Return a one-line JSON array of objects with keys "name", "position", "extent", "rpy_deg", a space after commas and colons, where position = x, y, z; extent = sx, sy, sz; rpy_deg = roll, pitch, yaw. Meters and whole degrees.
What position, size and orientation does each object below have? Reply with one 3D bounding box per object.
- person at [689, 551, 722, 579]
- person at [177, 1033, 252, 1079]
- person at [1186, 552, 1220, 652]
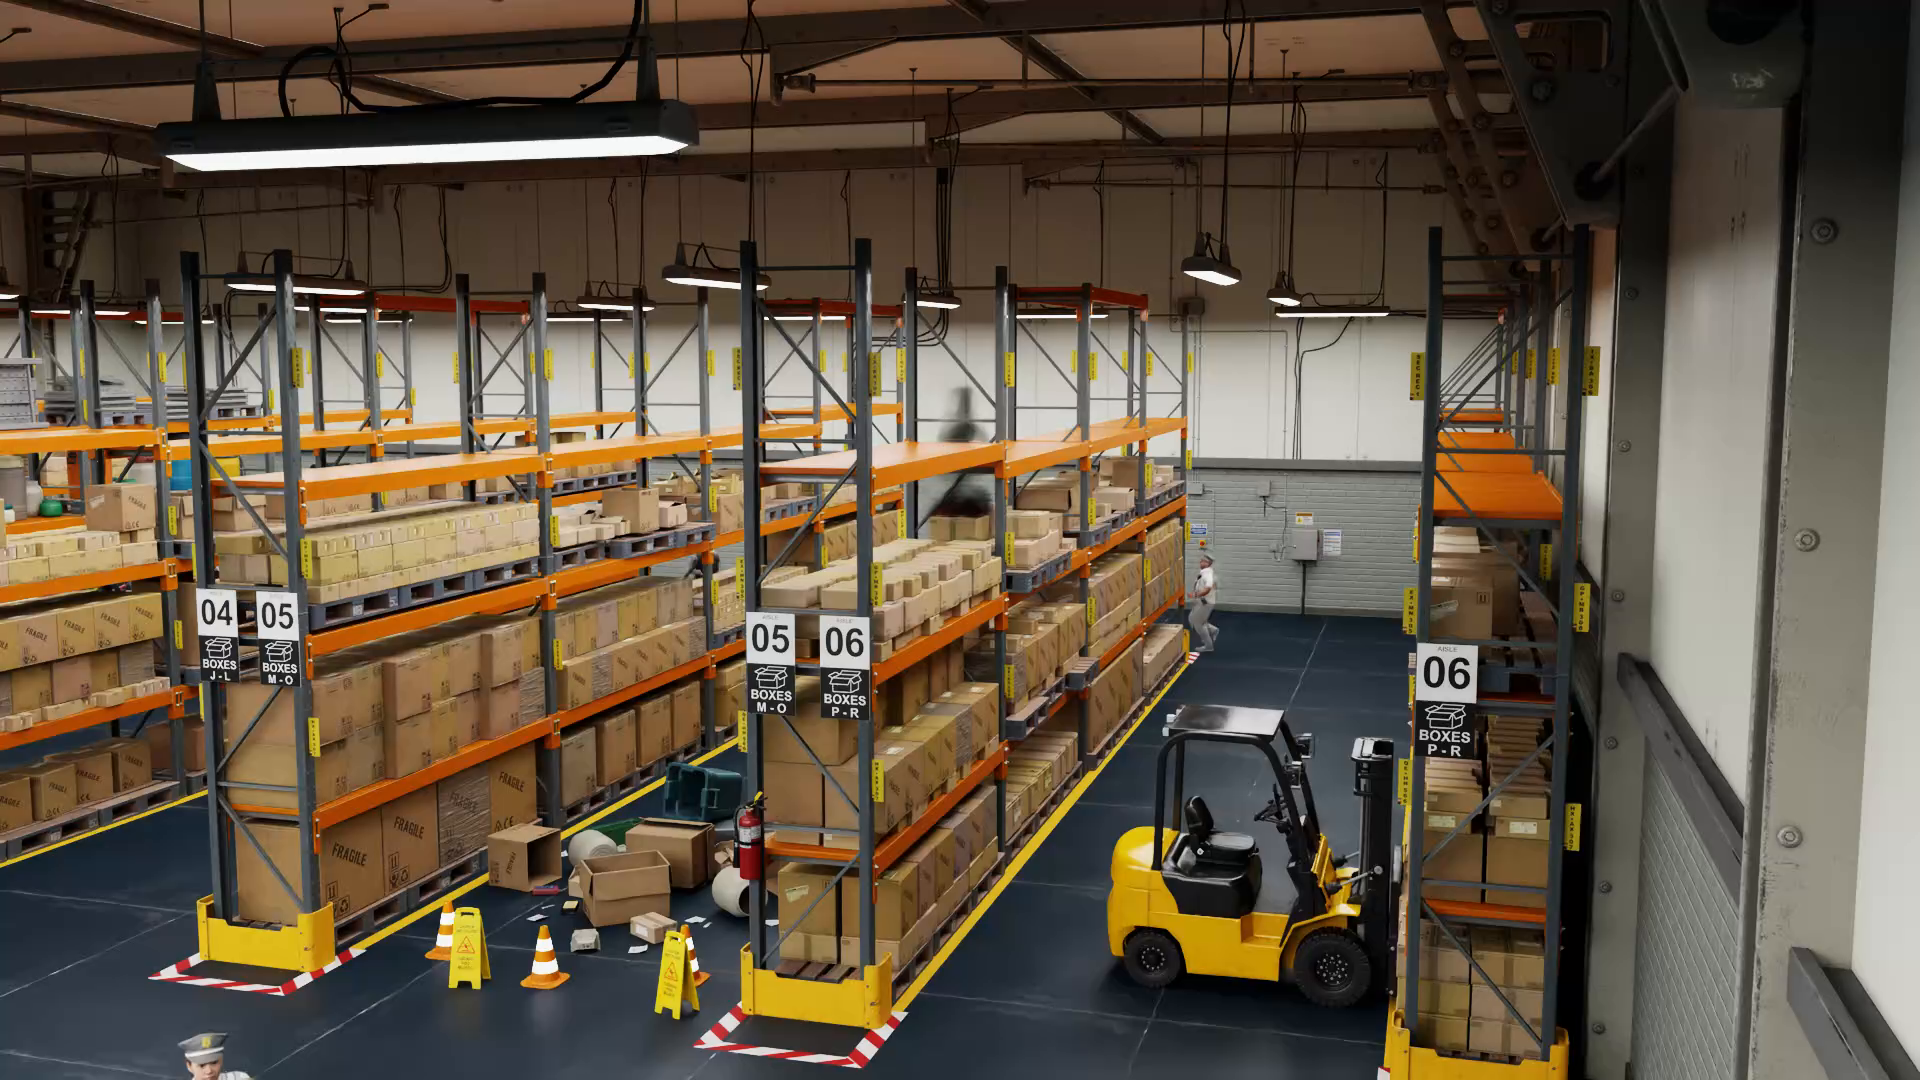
[{"name": "person", "position": [-4.711, 0.850, 30.968], "extent": [0.660, 1.736, 0.934], "rpy_deg": [-3, 7, -23]}, {"name": "person", "position": [-3.887, 3.342, 8.627], "extent": [0.598, 1.702, 0.919], "rpy_deg": [-4, 7, -31]}, {"name": "person", "position": [4.228, 1.071, 28.894], "extent": [0.595, 1.734, 0.660], "rpy_deg": [1, 6, 8]}]
